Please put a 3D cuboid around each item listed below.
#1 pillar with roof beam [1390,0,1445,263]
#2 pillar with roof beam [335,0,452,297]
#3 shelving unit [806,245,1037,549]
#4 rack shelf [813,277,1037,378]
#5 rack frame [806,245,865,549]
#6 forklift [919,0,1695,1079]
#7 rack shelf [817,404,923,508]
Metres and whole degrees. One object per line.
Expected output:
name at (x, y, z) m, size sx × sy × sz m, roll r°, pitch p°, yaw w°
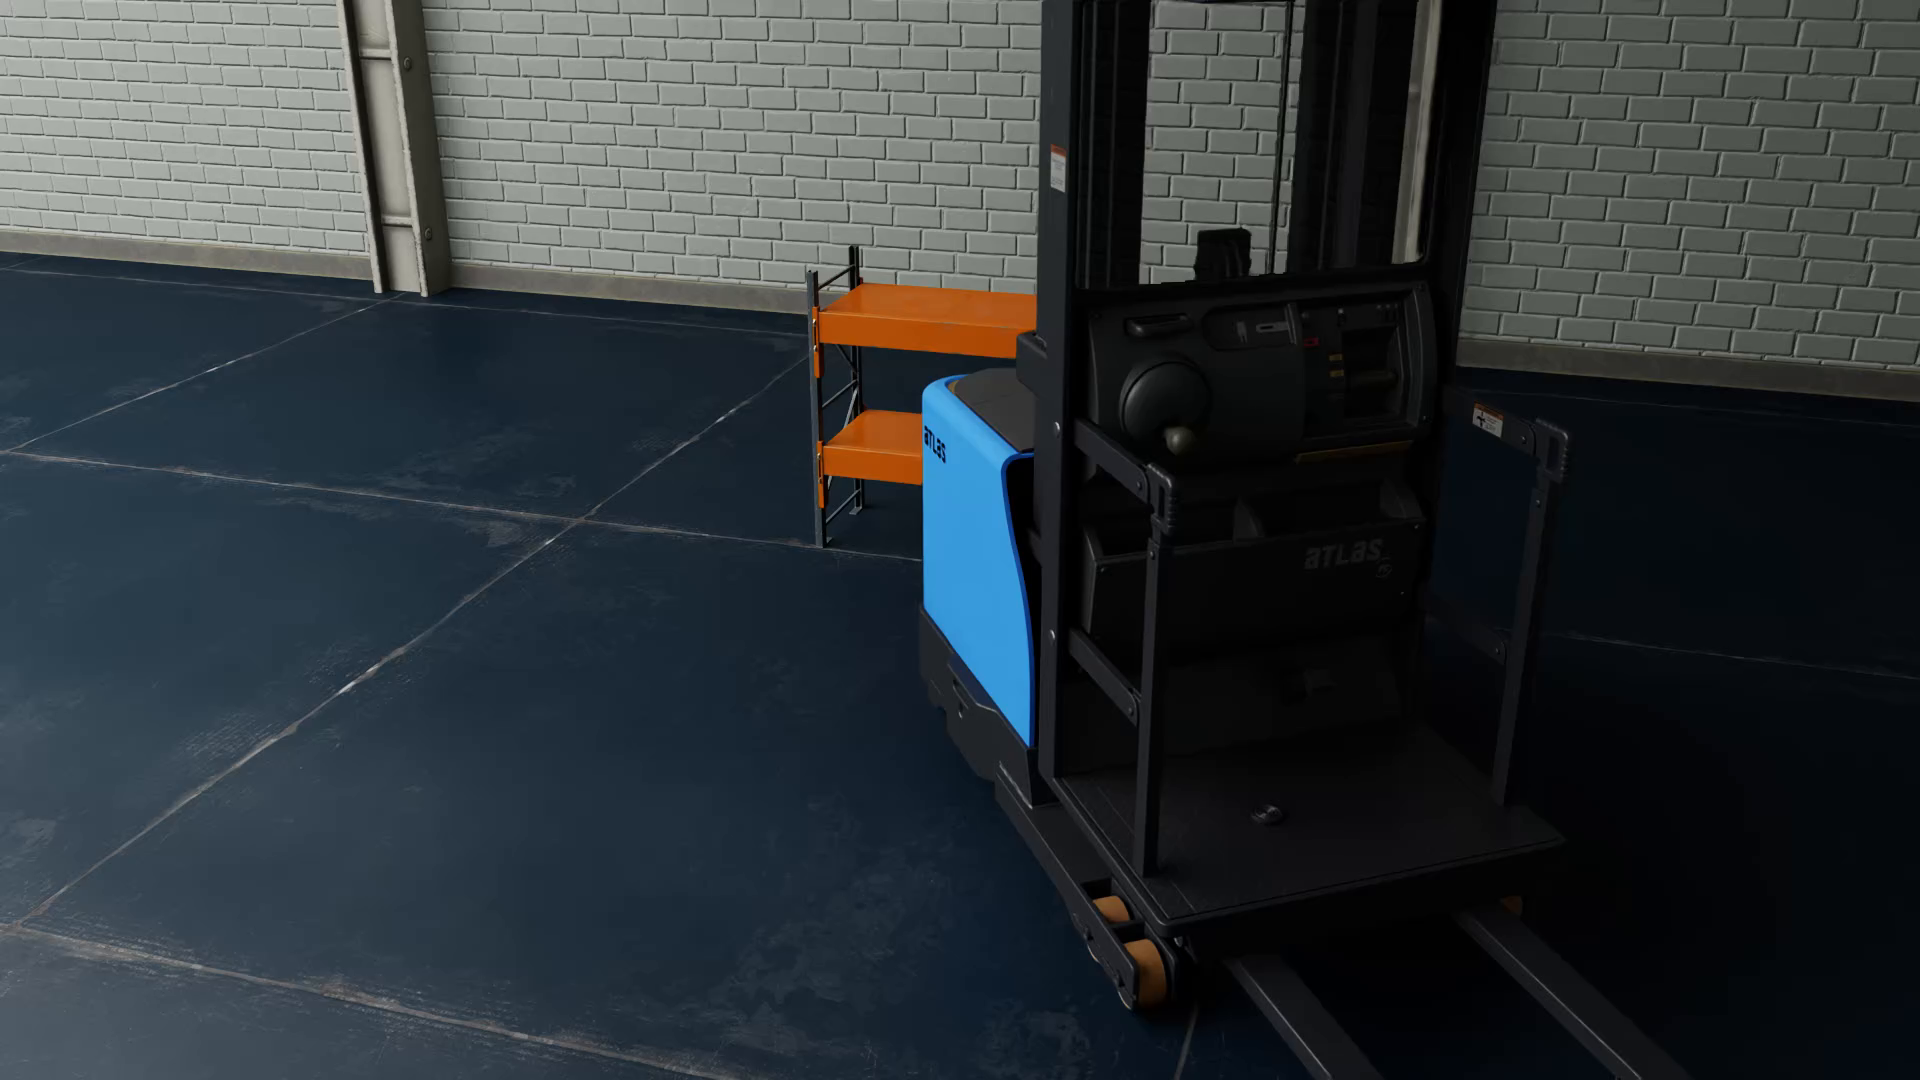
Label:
pillar with roof beam at (0.990, -3.559, 3.589) m, size 0.400 × 9.000 × 9.100 m, roll 7°, pitch 23°, yaw 16°
pillar with roof beam at (-4.754, -4.217, 5.193) m, size 0.400 × 9.000 × 9.100 m, roll 7°, pitch 23°, yaw 16°
shelving unit at (-0.006, -0.521, 6.558) m, size 1.048 × 1.125 × 0.538 m, roll 7°, pitch 23°, yaw 16°
rack shelf at (-0.006, -0.792, 6.447) m, size 1.000 × 0.278 × 0.538 m, roll 7°, pitch 23°, yaw 16°
rack frame at (-0.493, -0.577, 6.694) m, size 0.032 × 1.125 × 0.500 m, roll 7°, pitch 23°, yaw 16°
forklift at (0.818, -0.397, 3.876) m, size 1.130 × 2.935 × 3.031 m, roll -7°, pitch 23°, yaw -17°
rack shelf at (-0.006, -0.295, 6.651) m, size 1.000 × 0.278 × 0.538 m, roll 7°, pitch 23°, yaw 16°
